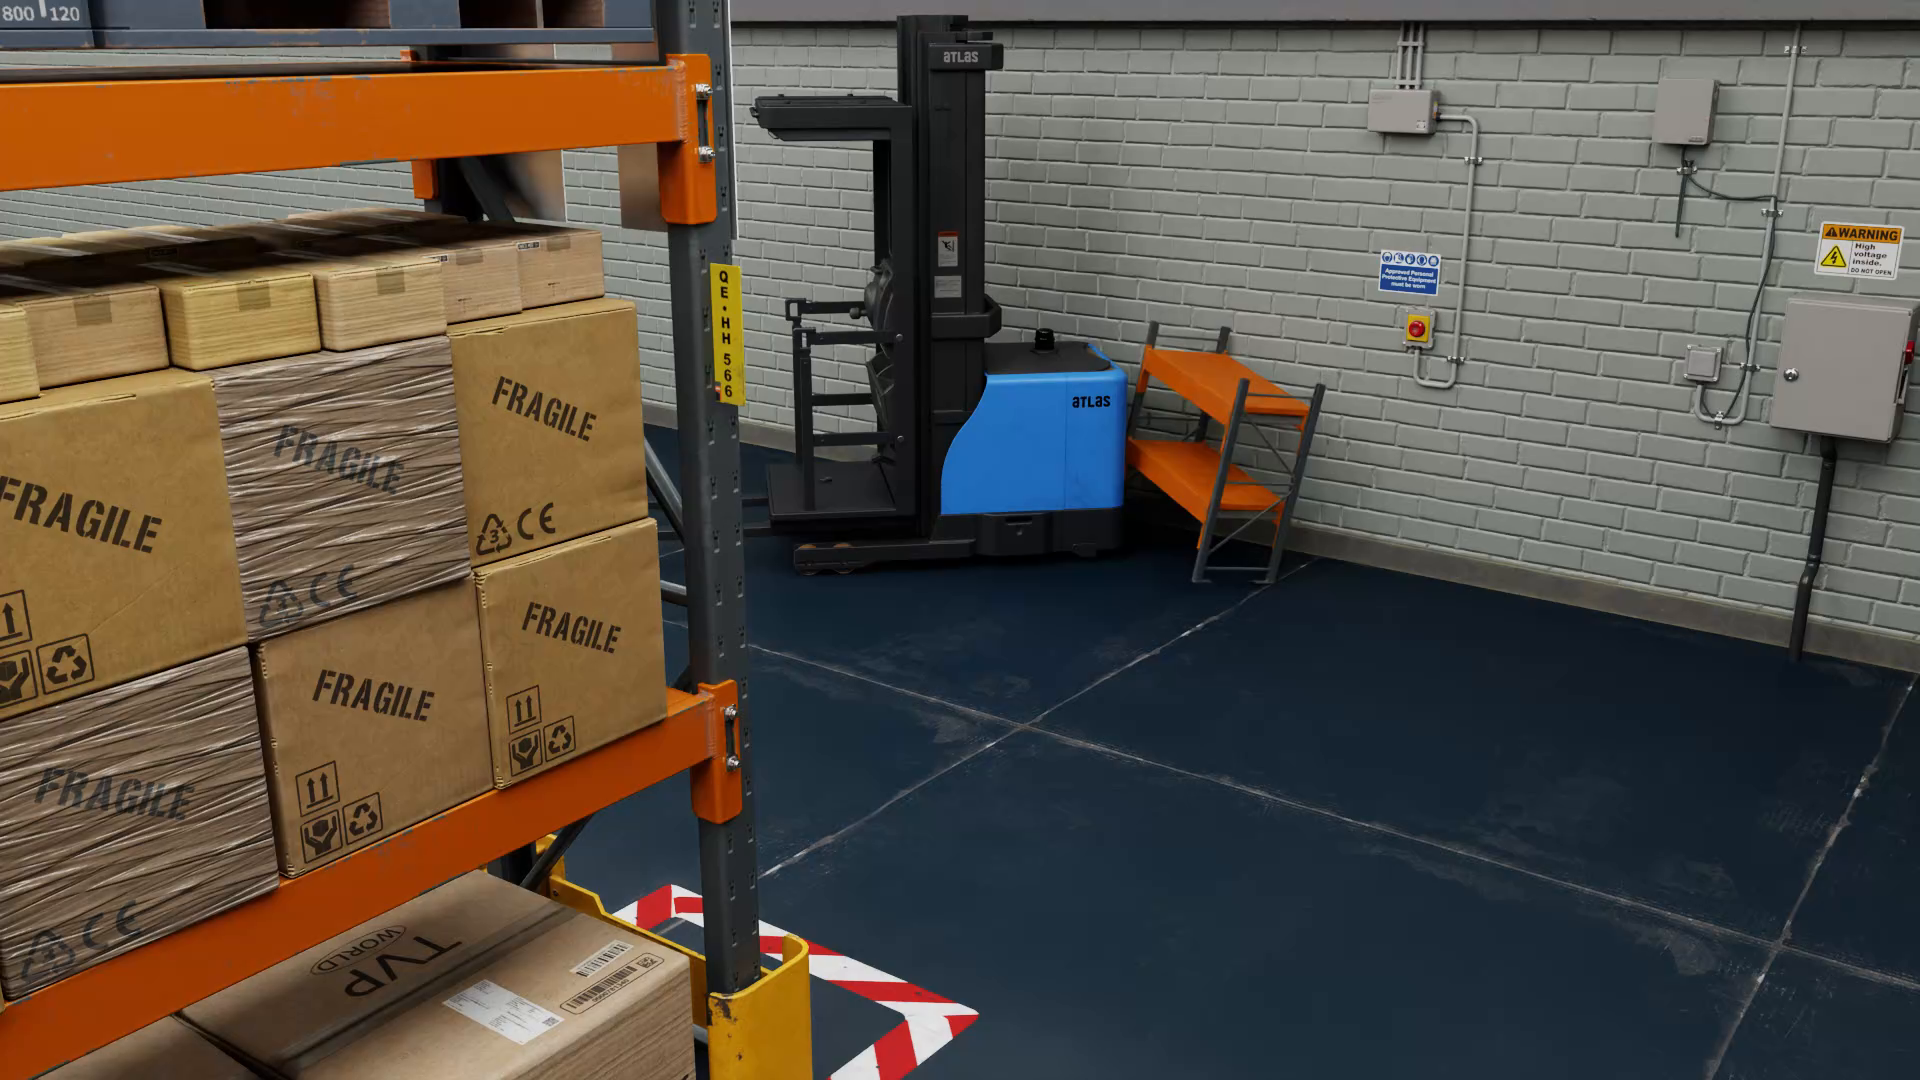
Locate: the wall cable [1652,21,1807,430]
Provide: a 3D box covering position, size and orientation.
[{"bbox_3d":[3.517,-1.495,7.786,0.588,1.984,0.122,12,21,35],"label":"wall cable"}]

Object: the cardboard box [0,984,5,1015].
[{"bbox_3d":[-1.952,0.570,2.682,0.500,0.500,0.500,13,22,36],"label":"cardboard box"}]

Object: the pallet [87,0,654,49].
[{"bbox_3d":[-1.404,-1.122,3.390,1.003,0.211,1.213,12,21,35],"label":"pallet"}]

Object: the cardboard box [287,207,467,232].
[{"bbox_3d":[-1.404,-0.710,4.023,0.380,0.149,0.250,13,21,36],"label":"cardboard box"}]

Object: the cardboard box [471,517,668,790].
[{"bbox_3d":[-1.045,0.204,3.862,0.500,0.500,0.500,13,21,35],"label":"cardboard box"}]

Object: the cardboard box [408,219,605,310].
[{"bbox_3d":[-1.023,-0.624,3.749,0.380,0.149,0.250,13,21,35],"label":"cardboard box"}]

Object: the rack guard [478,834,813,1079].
[{"bbox_3d":[-0.956,1.278,4.786,1.175,0.500,0.348,12,21,35],"label":"rack guard"}]

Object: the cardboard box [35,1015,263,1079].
[{"bbox_3d":[-1.821,1.507,3.445,0.875,0.438,0.875,13,22,36],"label":"cardboard box"}]

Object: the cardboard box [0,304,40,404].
[{"bbox_3d":[-1.739,-0.311,2.739,0.380,0.149,0.250,13,22,36],"label":"cardboard box"}]

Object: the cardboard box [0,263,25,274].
[{"bbox_3d":[-2.006,-0.455,3.204,0.380,0.149,0.250,13,21,35],"label":"cardboard box"}]

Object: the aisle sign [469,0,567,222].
[{"bbox_3d":[-1.160,-1.220,4.232,0.394,0.787,0.004,12,21,35],"label":"aisle sign"}]

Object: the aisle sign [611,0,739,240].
[{"bbox_3d":[-0.678,-1.114,3.890,0.394,0.787,0.004,12,21,35],"label":"aisle sign"}]

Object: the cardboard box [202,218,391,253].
[{"bbox_3d":[-1.503,-0.635,3.782,0.380,0.149,0.250,13,22,36],"label":"cardboard box"}]

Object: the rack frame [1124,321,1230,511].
[{"bbox_3d":[1.202,-0.695,9.544,0.500,1.125,0.032,1,23,-23],"label":"rack frame"}]

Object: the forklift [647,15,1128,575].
[{"bbox_3d":[-0.624,-1.374,9.225,3.031,2.935,1.130,-2,17,-8],"label":"forklift"}]

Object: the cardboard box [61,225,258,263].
[{"bbox_3d":[-1.750,-0.593,3.647,0.380,0.149,0.250,13,22,36],"label":"cardboard box"}]

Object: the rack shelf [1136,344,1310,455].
[{"bbox_3d":[1.428,-0.762,9.006,0.538,0.278,1.000,1,23,-23],"label":"rack shelf"}]

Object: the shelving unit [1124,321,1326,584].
[{"bbox_3d":[1.378,-0.493,9.112,0.538,1.125,1.048,1,23,-23],"label":"shelving unit"}]

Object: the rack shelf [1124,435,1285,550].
[{"bbox_3d":[1.337,-0.269,9.200,0.538,0.278,1.000,1,23,-23],"label":"rack shelf"}]

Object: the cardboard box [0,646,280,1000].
[{"bbox_3d":[-1.654,0.445,3.085,0.500,0.500,0.500,13,22,36],"label":"cardboard box"}]

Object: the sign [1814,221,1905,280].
[{"bbox_3d":[4.050,-1.305,7.496,0.339,0.242,0.001,12,21,35],"label":"sign"}]

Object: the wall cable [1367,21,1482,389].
[{"bbox_3d":[2.371,-1.758,8.580,0.585,1.953,0.123,12,21,35],"label":"wall cable"}]

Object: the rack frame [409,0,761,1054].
[{"bbox_3d":[-0.970,0.090,4.397,1.000,3.000,0.127,12,21,35],"label":"rack frame"}]

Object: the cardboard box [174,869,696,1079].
[{"bbox_3d":[-1.283,1.288,4.152,0.875,0.438,0.875,12,21,33],"label":"cardboard box"}]

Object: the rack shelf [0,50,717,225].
[{"bbox_3d":[-2.162,-0.523,2.525,1.077,0.370,4.000,12,21,35],"label":"rack shelf"}]

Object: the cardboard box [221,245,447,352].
[{"bbox_3d":[-1.241,-0.483,3.294,0.380,0.149,0.250,12,21,34],"label":"cardboard box"}]

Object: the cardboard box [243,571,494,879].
[{"bbox_3d":[-1.356,0.320,3.485,0.500,0.500,0.500,12,21,34],"label":"cardboard box"}]

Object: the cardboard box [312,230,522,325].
[{"bbox_3d":[-1.155,-0.560,3.540,0.380,0.149,0.250,13,21,36],"label":"cardboard box"}]

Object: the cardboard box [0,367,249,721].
[{"bbox_3d":[-1.651,-0.032,2.934,0.500,0.500,0.500,12,21,34],"label":"cardboard box"}]

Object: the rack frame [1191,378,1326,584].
[{"bbox_3d":[1.555,-0.291,8.680,0.500,1.125,0.032,1,23,-23],"label":"rack frame"}]

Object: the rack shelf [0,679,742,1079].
[{"bbox_3d":[-2.162,0.910,2.970,1.077,0.370,4.000,12,21,35],"label":"rack shelf"}]

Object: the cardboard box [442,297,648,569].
[{"bbox_3d":[-1.066,-0.279,3.729,0.500,0.500,0.500,13,22,36],"label":"cardboard box"}]

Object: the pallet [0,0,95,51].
[{"bbox_3d":[-2.130,-0.830,2.451,1.003,0.211,1.213,12,21,35],"label":"pallet"}]

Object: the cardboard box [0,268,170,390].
[{"bbox_3d":[-1.637,-0.381,2.964,0.380,0.149,0.250,12,21,34],"label":"cardboard box"}]

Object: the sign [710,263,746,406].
[{"bbox_3d":[-0.542,-0.477,3.871,0.100,0.325,0.005,12,21,35],"label":"sign"}]

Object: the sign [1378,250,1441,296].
[{"bbox_3d":[2.369,-1.410,8.770,0.327,0.218,0.001,12,21,35],"label":"sign"}]

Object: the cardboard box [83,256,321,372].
[{"bbox_3d":[-1.424,-0.431,3.125,0.380,0.149,0.250,13,21,36],"label":"cardboard box"}]

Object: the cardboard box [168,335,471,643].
[{"bbox_3d":[-1.354,-0.149,3.311,0.500,0.500,0.500,13,21,35],"label":"cardboard box"}]

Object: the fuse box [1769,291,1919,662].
[{"bbox_3d":[3.971,-0.236,7.619,0.539,1.711,0.414,12,21,35],"label":"fuse box"}]

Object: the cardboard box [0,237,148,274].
[{"bbox_3d":[-1.892,-0.527,3.435,0.380,0.149,0.250,12,21,33],"label":"cardboard box"}]
